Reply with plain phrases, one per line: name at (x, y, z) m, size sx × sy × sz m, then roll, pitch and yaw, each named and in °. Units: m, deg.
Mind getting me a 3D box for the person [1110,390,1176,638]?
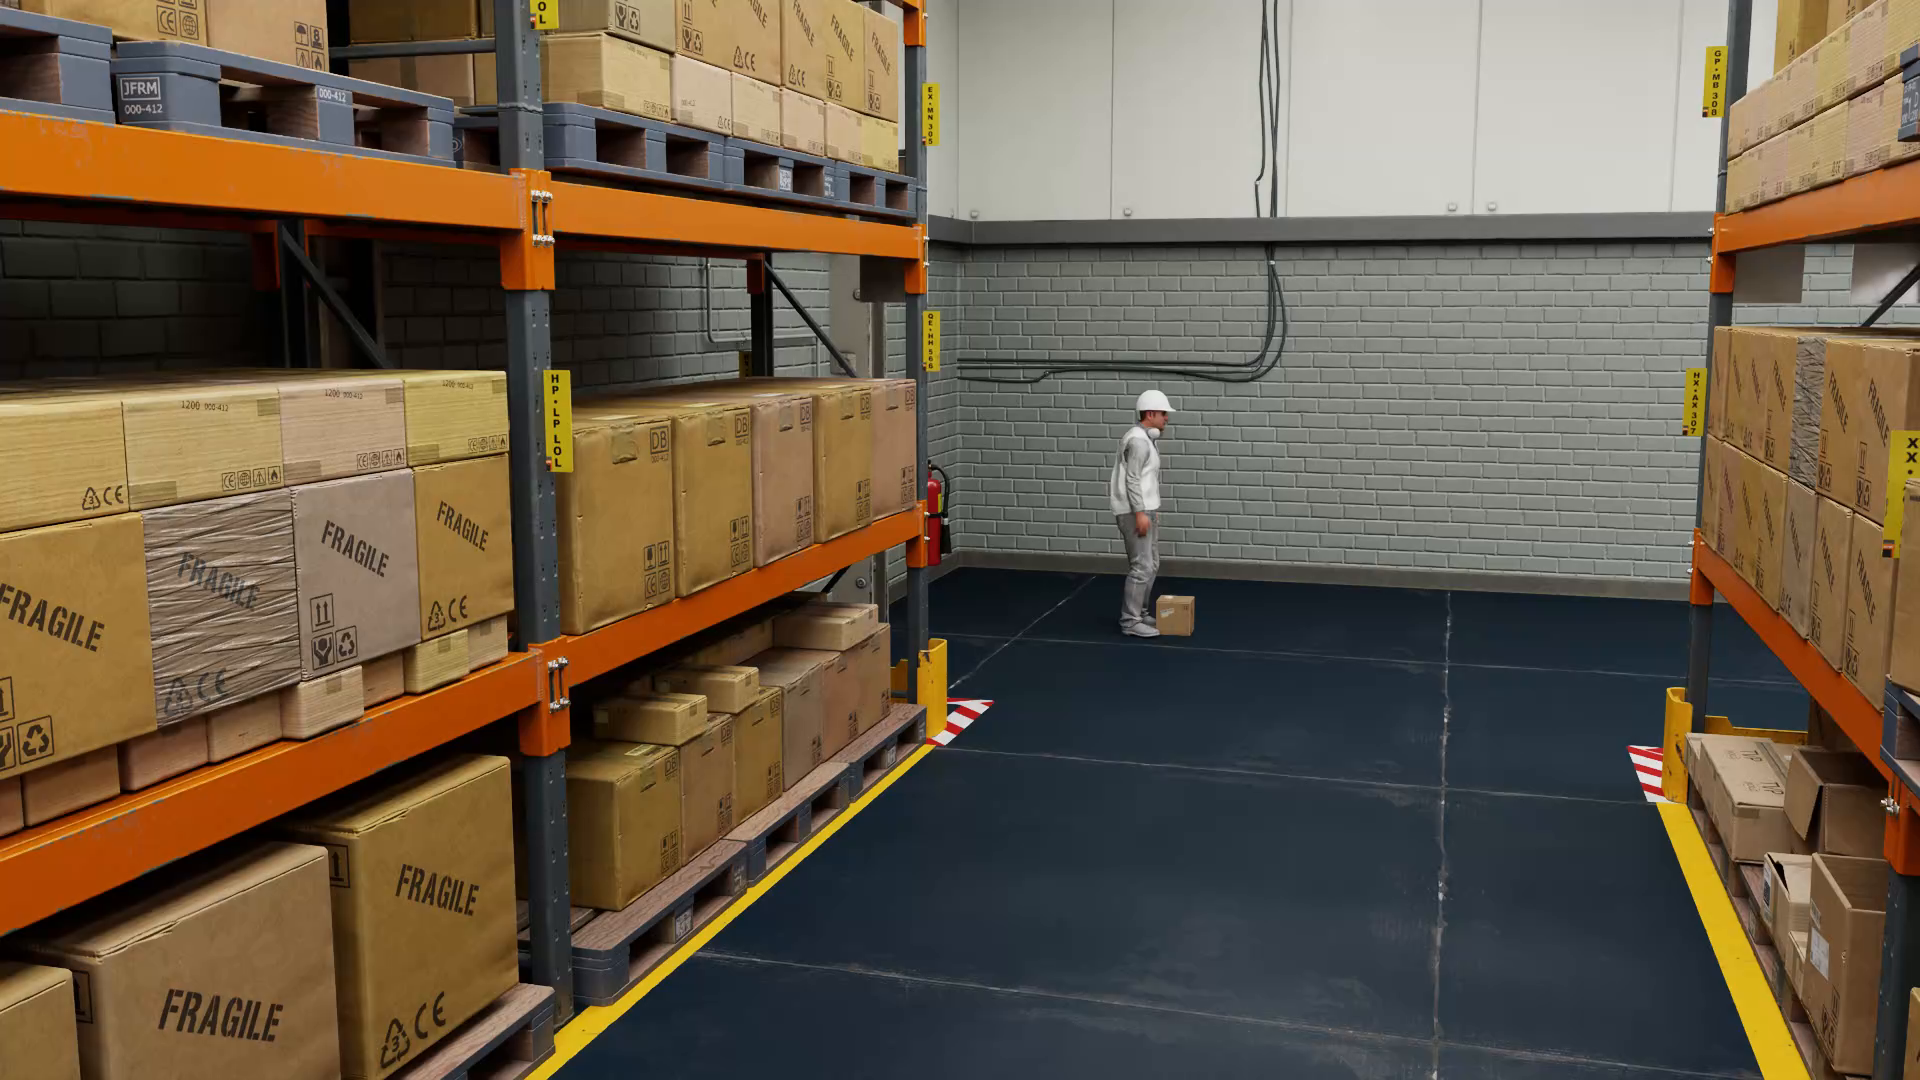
person at (1.334, -0.207, 12.167) m, size 0.465 × 1.771 × 0.582 m, roll 2°, pitch 9°, yaw 16°
